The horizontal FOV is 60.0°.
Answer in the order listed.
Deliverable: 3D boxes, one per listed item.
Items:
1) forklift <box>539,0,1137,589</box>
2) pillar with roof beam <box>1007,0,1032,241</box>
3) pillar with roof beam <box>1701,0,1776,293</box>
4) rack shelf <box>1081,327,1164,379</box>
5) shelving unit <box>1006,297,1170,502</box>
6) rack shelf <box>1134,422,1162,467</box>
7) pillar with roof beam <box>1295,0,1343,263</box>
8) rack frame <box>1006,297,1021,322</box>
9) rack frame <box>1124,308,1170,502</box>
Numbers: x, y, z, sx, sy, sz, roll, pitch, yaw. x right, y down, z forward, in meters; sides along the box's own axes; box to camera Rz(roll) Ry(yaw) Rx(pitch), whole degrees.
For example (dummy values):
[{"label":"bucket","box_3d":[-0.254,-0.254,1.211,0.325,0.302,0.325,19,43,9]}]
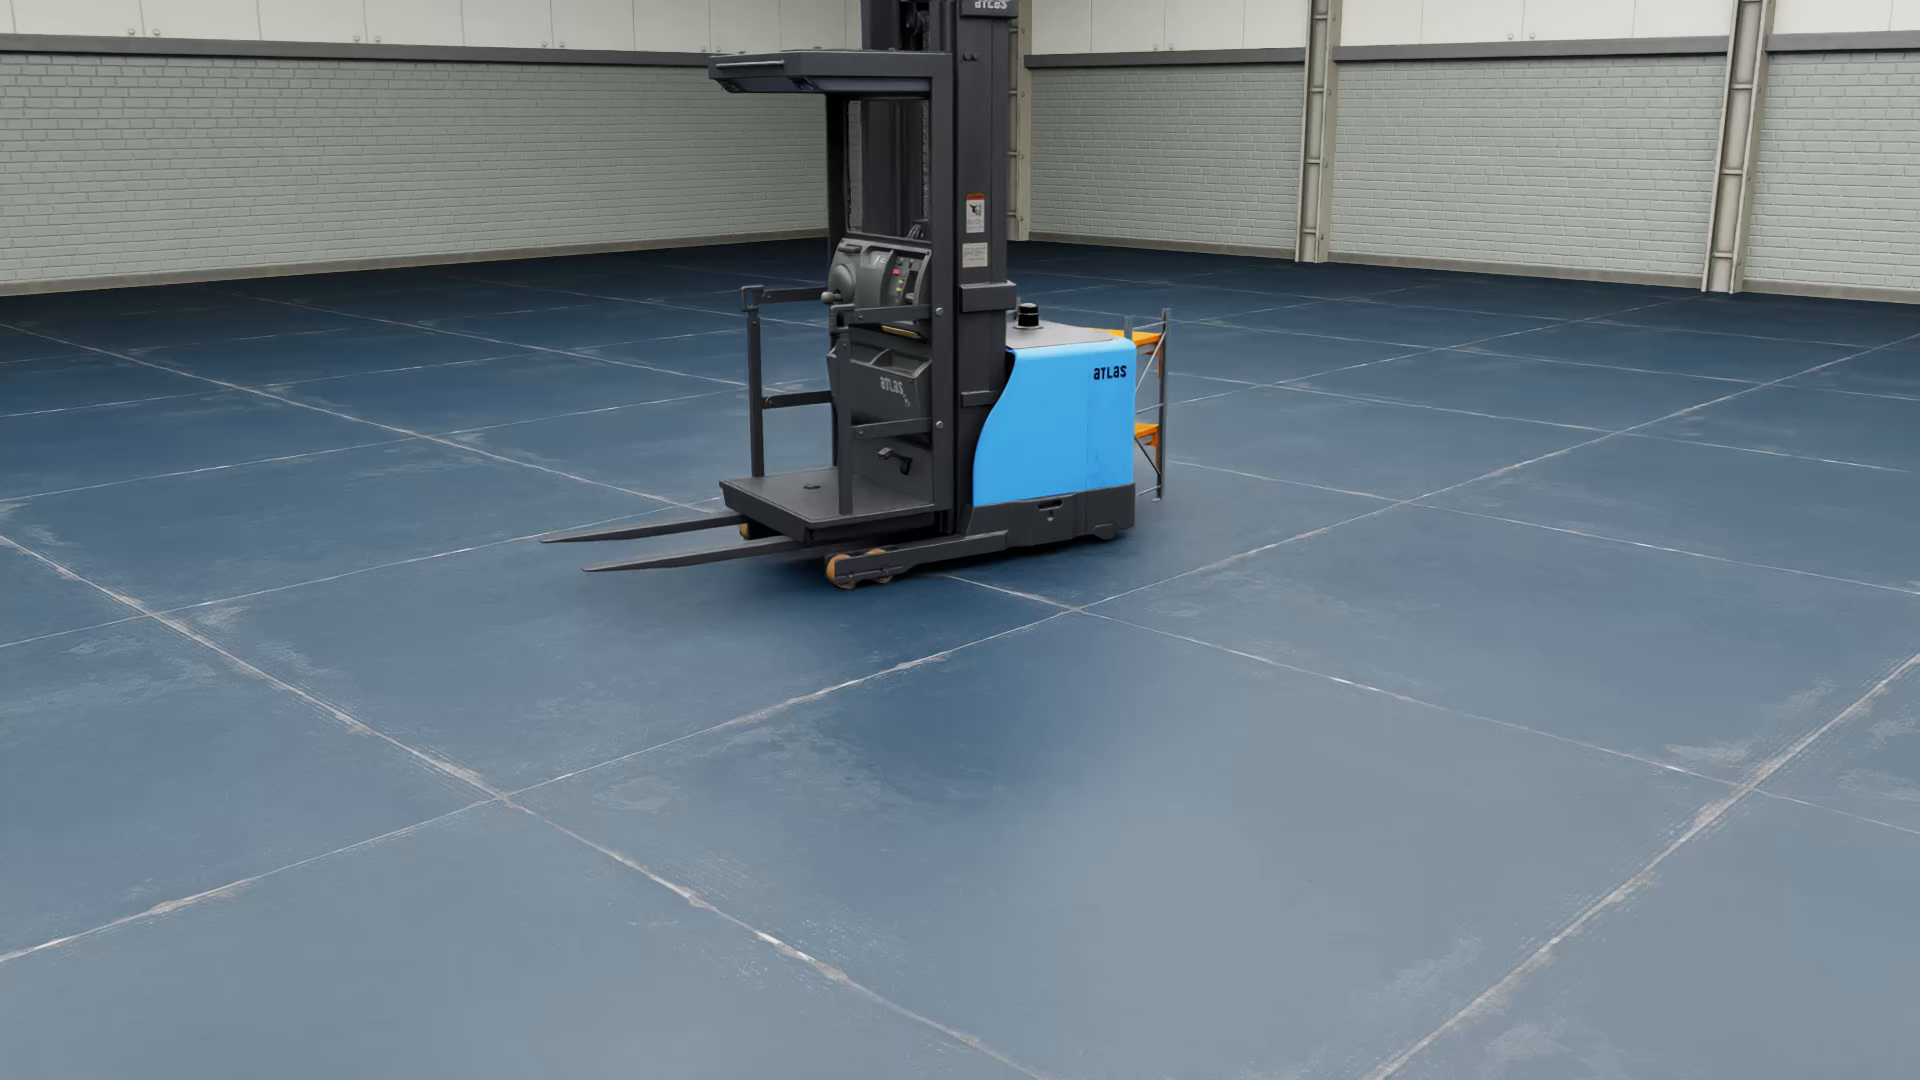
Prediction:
[{"label":"forklift","box_3d":[-0.582,-1.335,8.243,3.031,2.935,1.130,-9,17,-31]},{"label":"pillar with roof beam","box_3d":[-2.018,-8.813,24.909,0.400,9.000,9.100,14,20,42]},{"label":"pillar with roof beam","box_3d":[6.621,-6.713,16.849,0.400,9.000,9.100,14,20,42]},{"label":"rack shelf","box_3d":[0.641,-1.096,9.748,1.000,0.278,0.538,10,17,33]},{"label":"shelving unit","box_3d":[0.641,-0.813,9.822,1.048,1.125,0.538,10,17,33]},{"label":"rack shelf","box_3d":[0.641,-0.577,9.884,1.000,0.278,0.538,10,17,33]},{"label":"pillar with roof beam","box_3d":[2.302,-7.763,20.879,0.400,9.000,9.100,14,20,42]},{"label":"rack frame","box_3d":[0.220,-0.885,10.098,0.032,1.125,0.500,10,17,33]},{"label":"rack frame","box_3d":[1.062,-0.741,9.546,0.032,1.125,0.500,10,17,33]}]
